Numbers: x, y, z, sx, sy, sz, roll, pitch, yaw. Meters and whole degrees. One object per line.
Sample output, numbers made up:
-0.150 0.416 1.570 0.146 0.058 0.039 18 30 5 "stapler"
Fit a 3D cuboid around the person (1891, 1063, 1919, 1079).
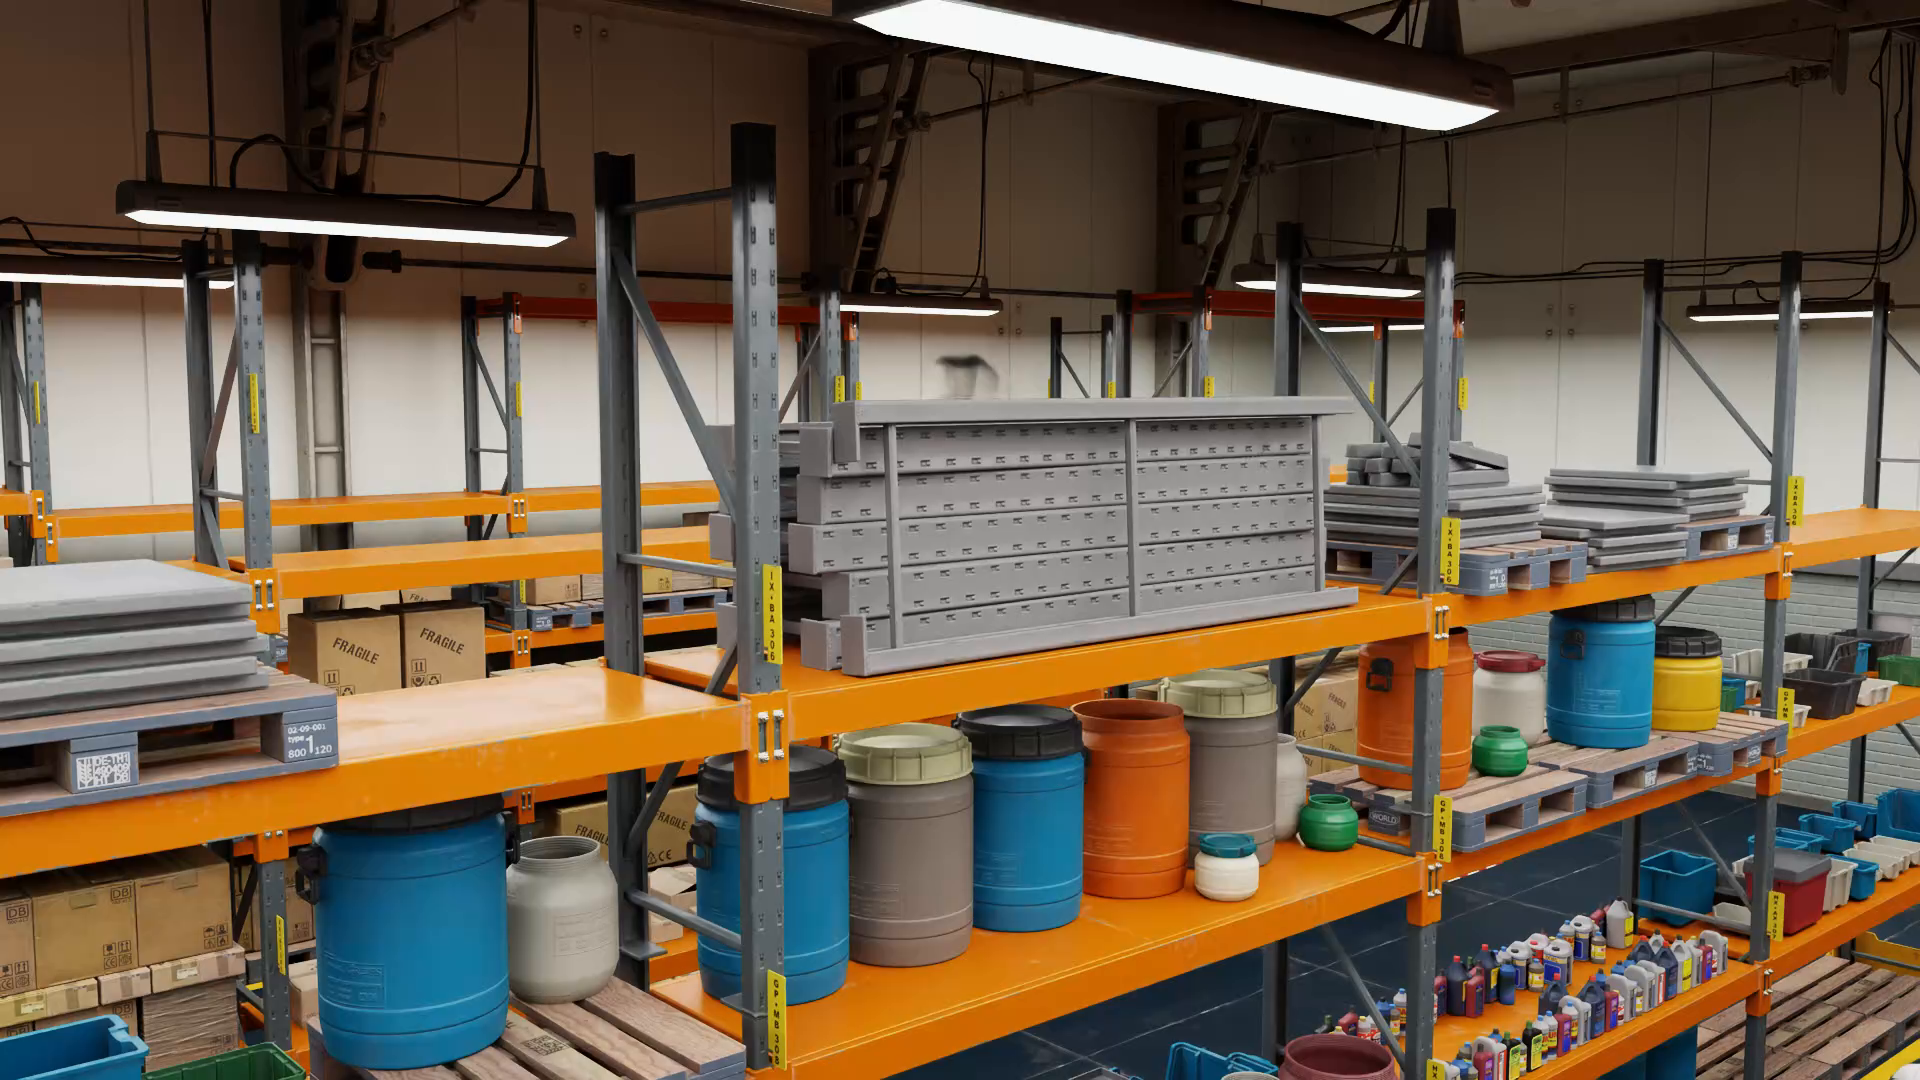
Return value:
5.181 3.528 8.795 1.023 1.719 0.683 -4 7 -35 "person"
